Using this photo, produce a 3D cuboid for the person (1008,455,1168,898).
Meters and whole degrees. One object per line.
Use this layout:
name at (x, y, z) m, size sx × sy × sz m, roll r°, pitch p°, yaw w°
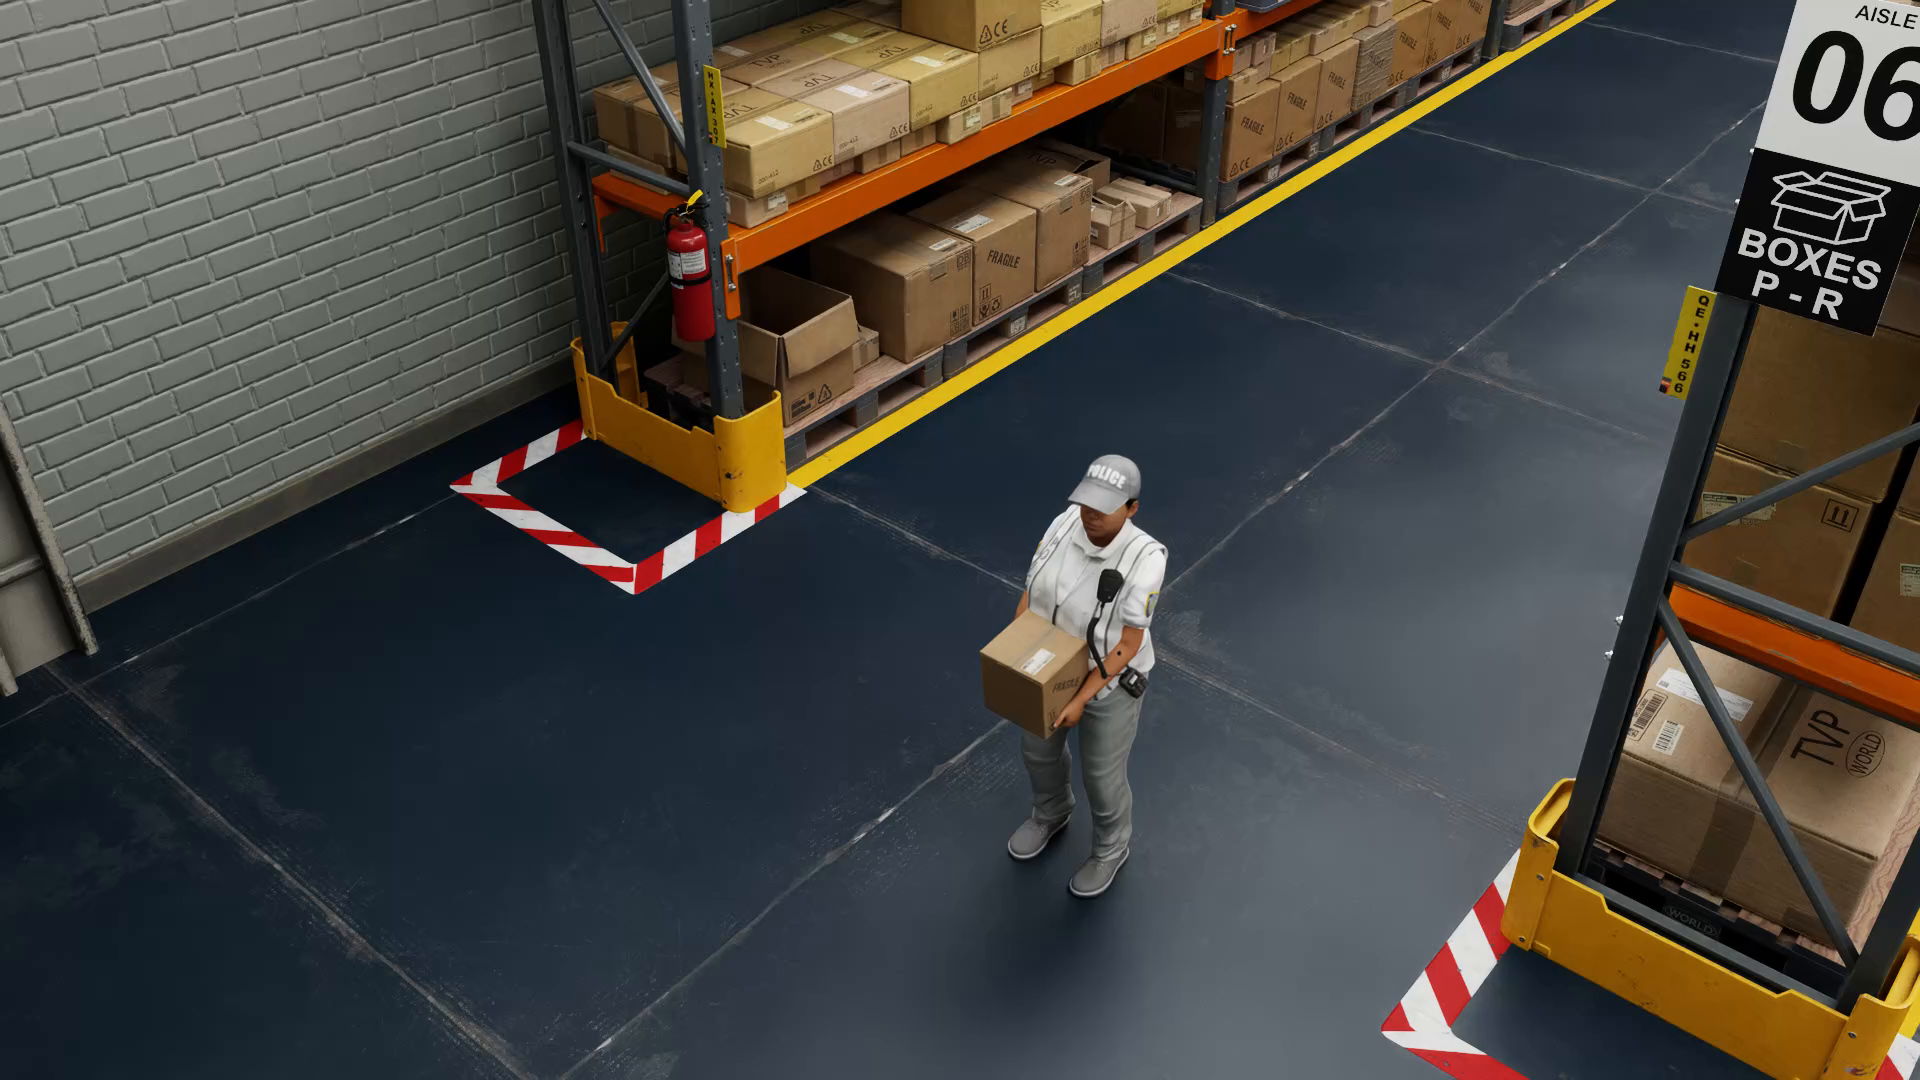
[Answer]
person at (0.372, 0.479, 5.473) m, size 0.453 × 1.653 × 0.541 m, roll 26°, pitch 43°, yaw 32°
